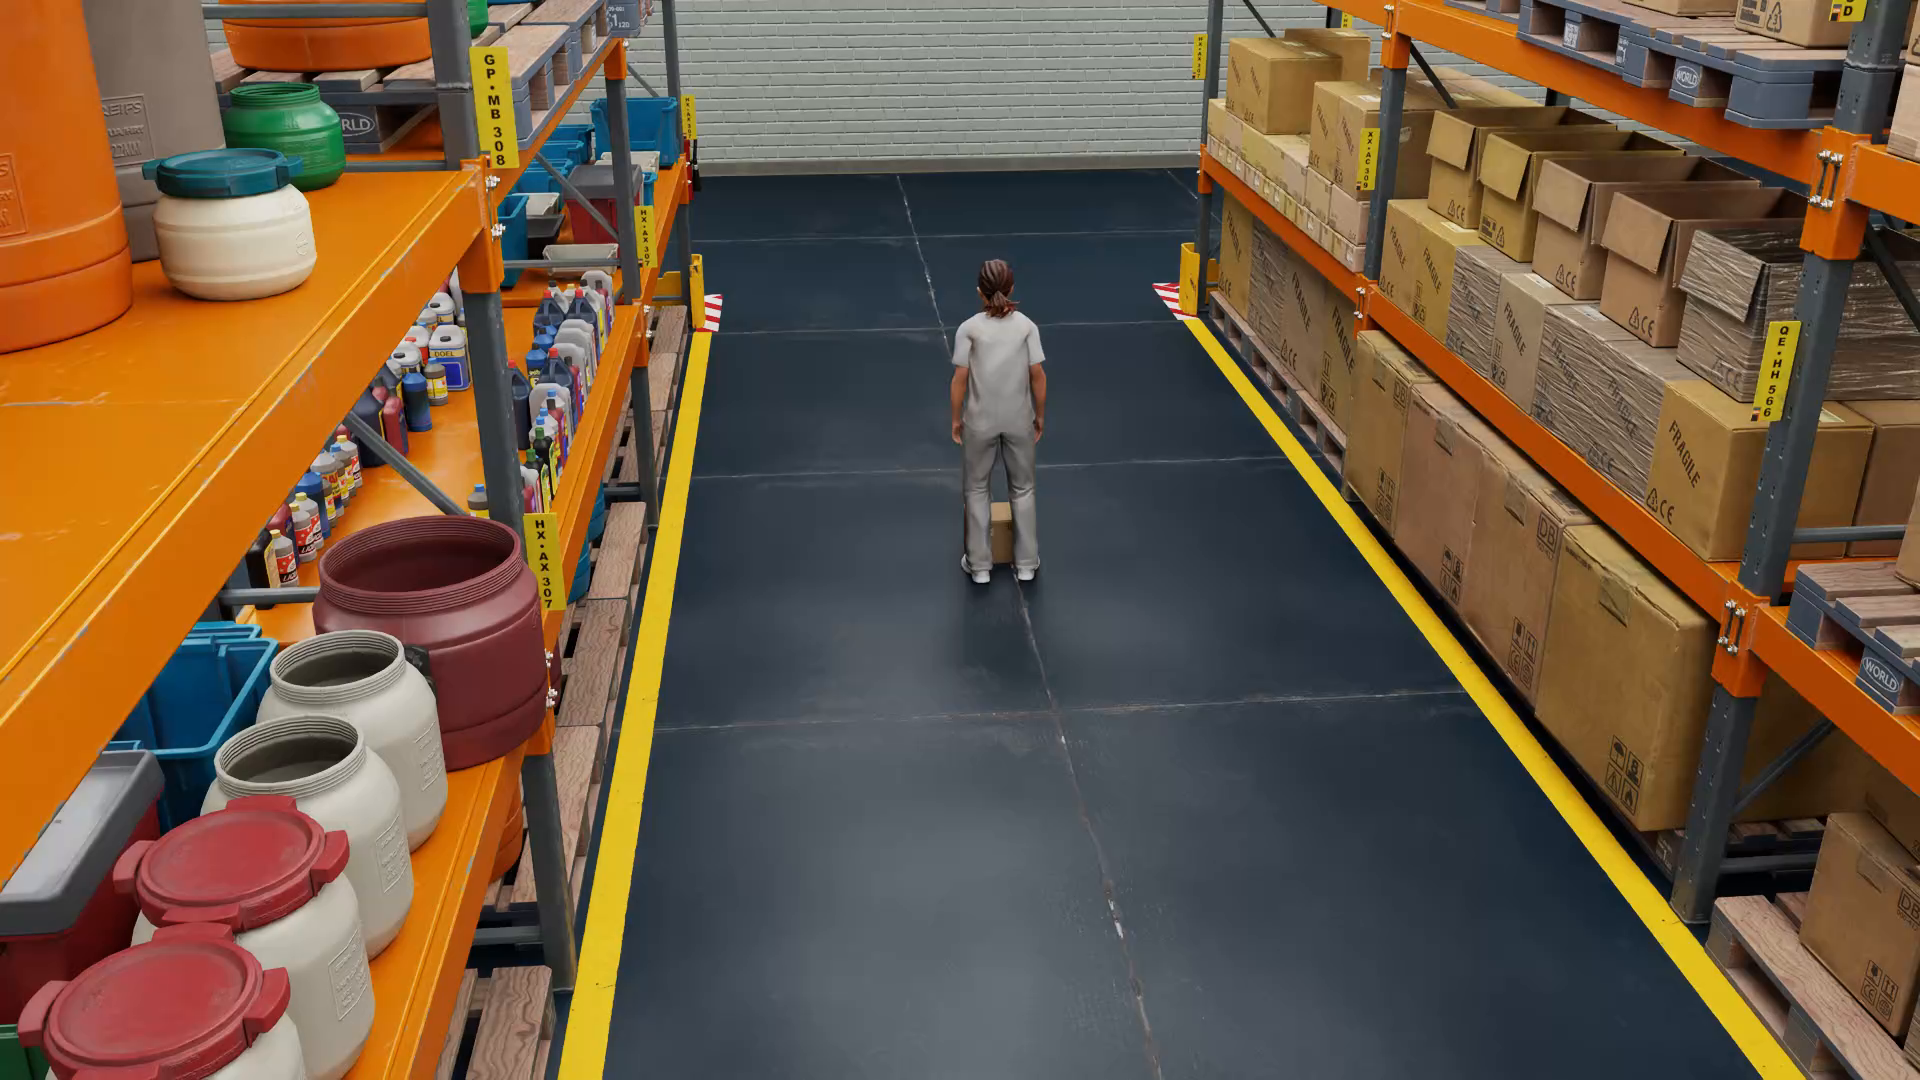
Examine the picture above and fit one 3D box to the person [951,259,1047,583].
[{"bbox_3d":[0.193,-0.589,8.436,0.487,1.673,0.356,-2,24,-5],"label":"person"}]
